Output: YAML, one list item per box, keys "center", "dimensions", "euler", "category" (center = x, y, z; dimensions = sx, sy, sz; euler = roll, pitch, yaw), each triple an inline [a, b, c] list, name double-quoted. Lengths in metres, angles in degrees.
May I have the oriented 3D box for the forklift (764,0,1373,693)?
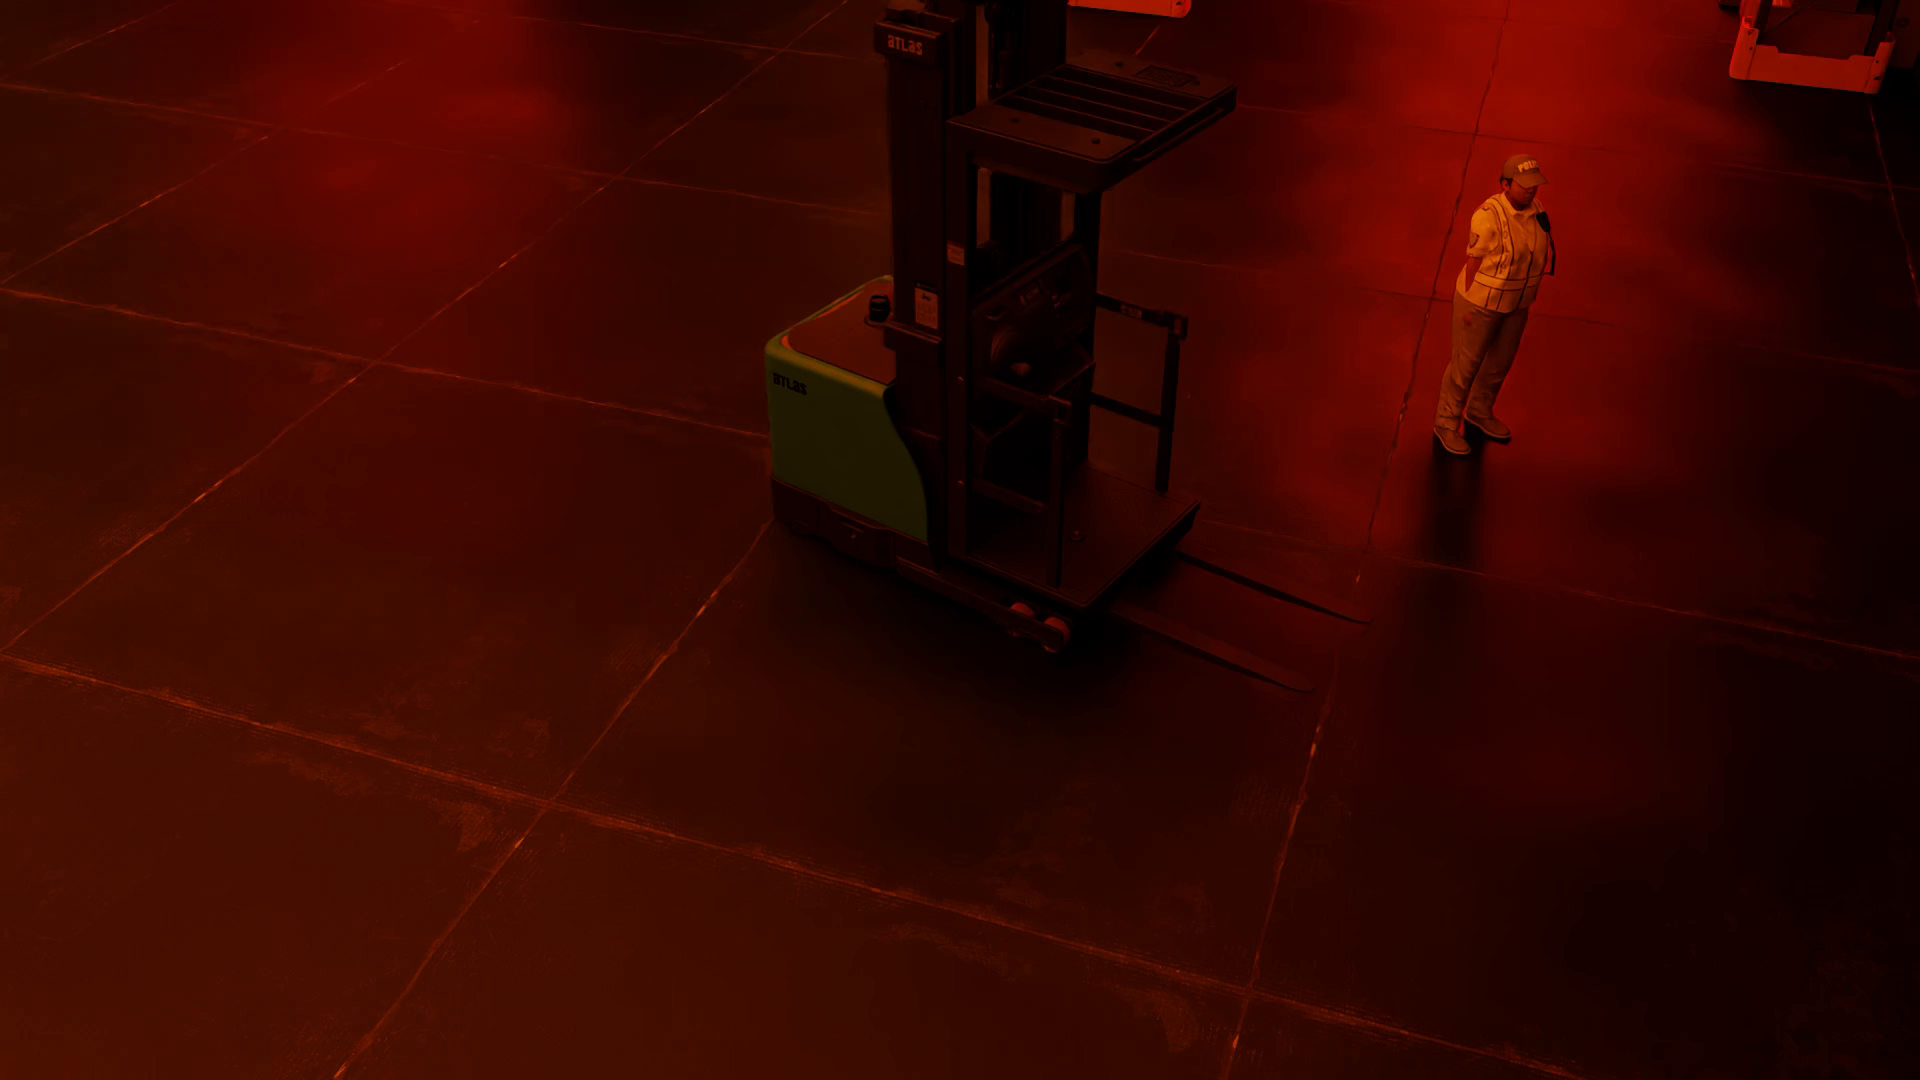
- center: [0.508, -1.012, 7.538]
  dimensions: [3.031, 2.935, 1.130]
  euler: [23, 41, 29]
  category: "forklift"

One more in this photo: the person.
- center: [2.906, -1.289, 9.030]
  dimensions: [0.484, 1.668, 0.394]
  euler: [-18, 39, -24]
  category: "person"
